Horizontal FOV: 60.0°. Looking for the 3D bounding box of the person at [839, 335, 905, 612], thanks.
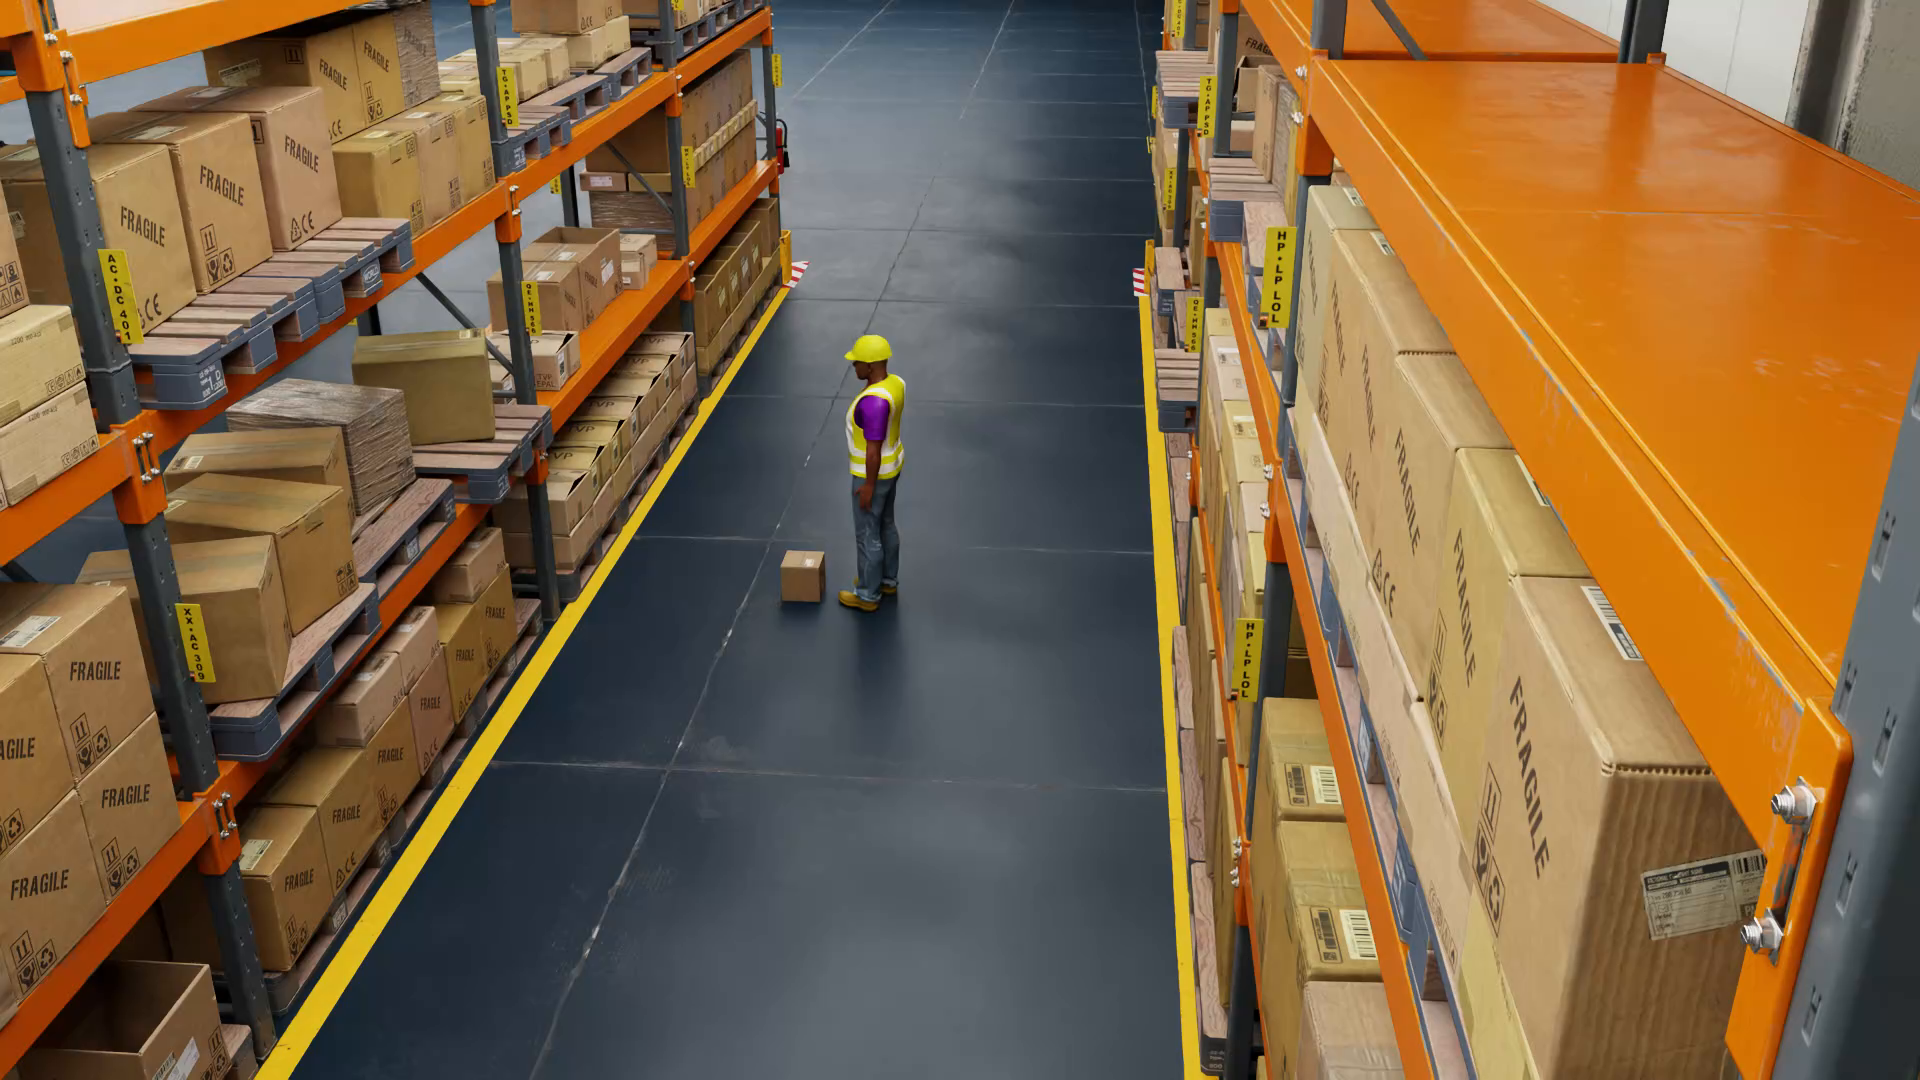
[{"bbox_3d":[-0.562,-0.452,10.544,0.408,1.770,0.606,6,25,12],"label":"person"}]
